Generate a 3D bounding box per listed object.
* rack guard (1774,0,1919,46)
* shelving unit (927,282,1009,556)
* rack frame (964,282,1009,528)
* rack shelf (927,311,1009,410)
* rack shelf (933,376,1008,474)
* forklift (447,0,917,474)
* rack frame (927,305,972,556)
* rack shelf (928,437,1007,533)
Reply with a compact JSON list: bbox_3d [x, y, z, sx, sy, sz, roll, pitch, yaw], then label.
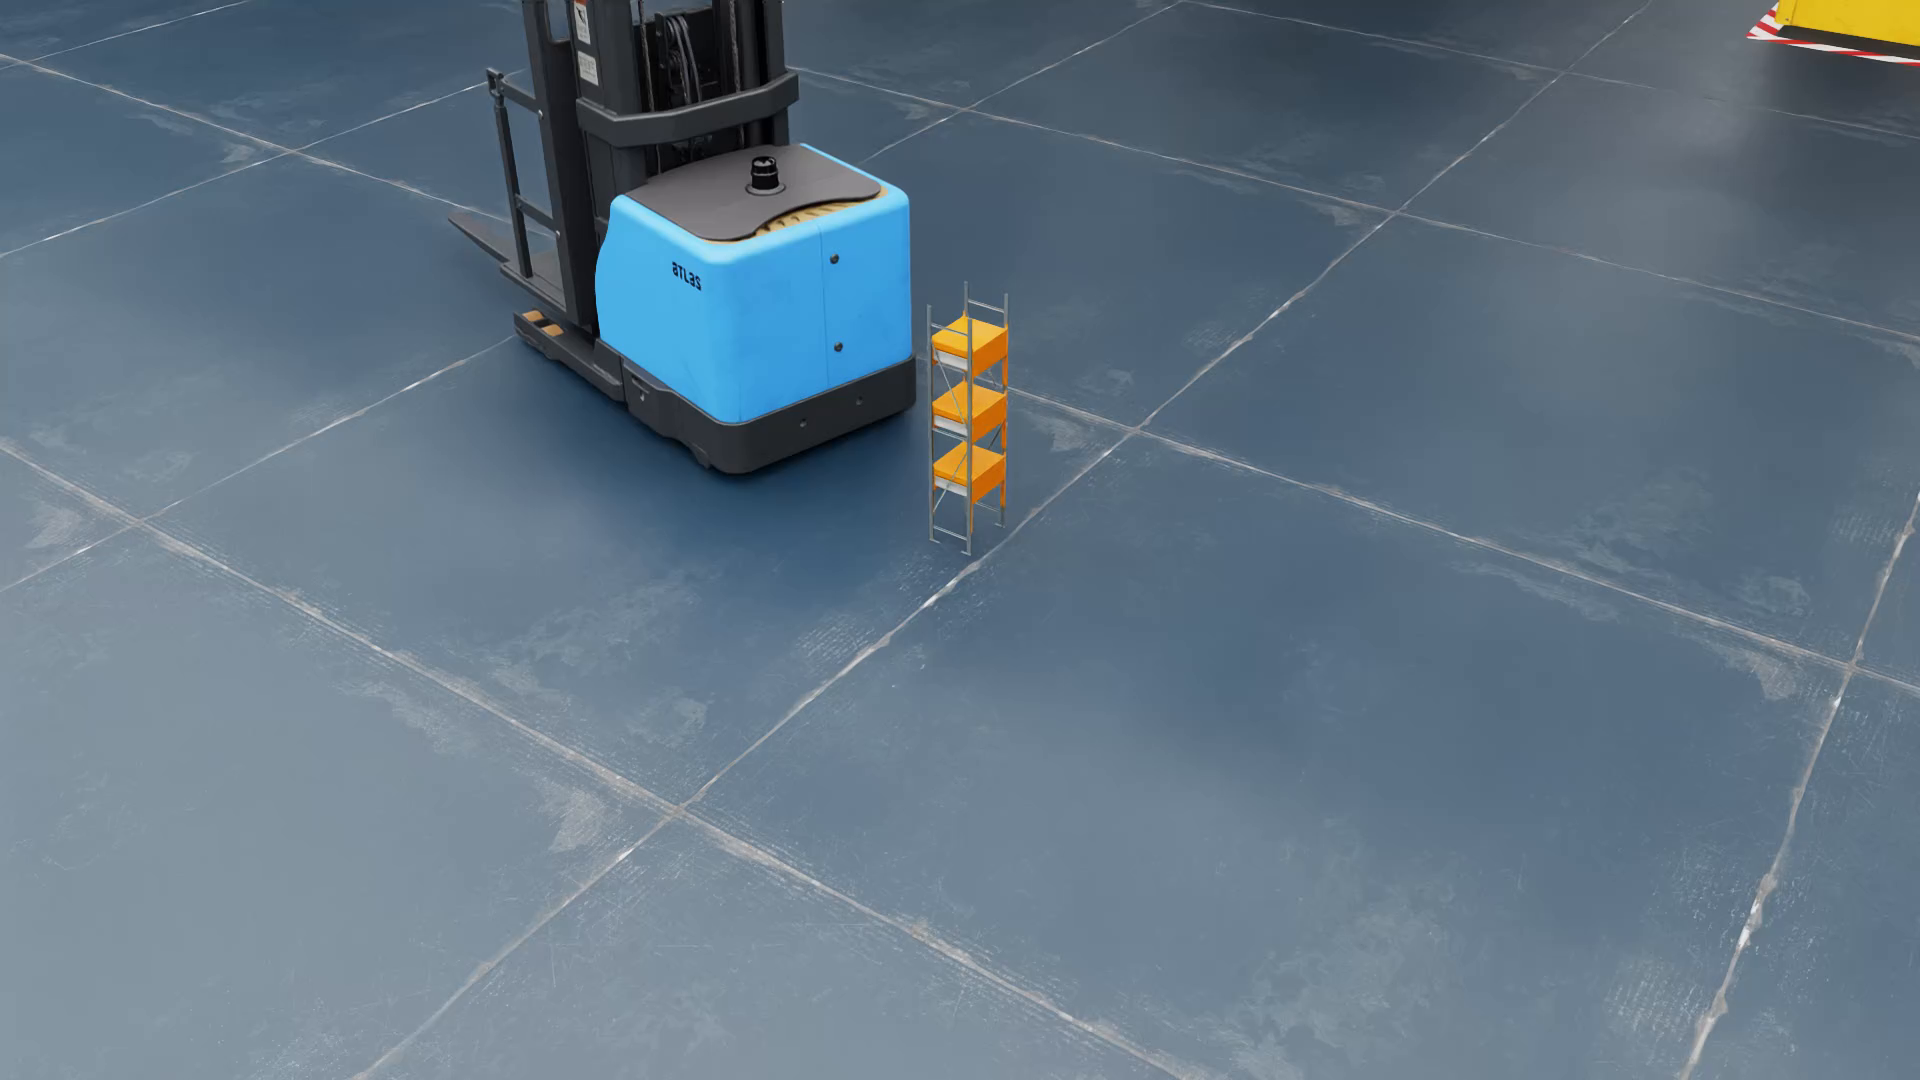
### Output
[{"bbox_3d":[6.684,-3.988,12.201,1.175,0.500,0.348,21,39,28],"label":"rack guard"},{"bbox_3d":[0.031,-0.460,6.492,0.215,1.050,0.252,21,39,28],"label":"shelving unit"},{"bbox_3d":[0.100,-0.516,6.575,0.200,1.050,0.008,21,39,28],"label":"rack frame"},{"bbox_3d":[0.031,-0.686,6.339,0.215,0.259,0.240,21,39,28],"label":"rack shelf"},{"bbox_3d":[0.031,-0.451,6.498,0.215,0.259,0.240,21,39,28],"label":"rack shelf"},{"bbox_3d":[-1.529,-2.248,7.458,1.130,2.935,3.031,-25,41,-32],"label":"forklift"},{"bbox_3d":[-0.039,-0.403,6.409,0.200,1.050,0.008,21,39,28],"label":"rack frame"},{"bbox_3d":[0.031,-0.221,6.654,0.215,0.259,0.240,21,39,28],"label":"rack shelf"}]
